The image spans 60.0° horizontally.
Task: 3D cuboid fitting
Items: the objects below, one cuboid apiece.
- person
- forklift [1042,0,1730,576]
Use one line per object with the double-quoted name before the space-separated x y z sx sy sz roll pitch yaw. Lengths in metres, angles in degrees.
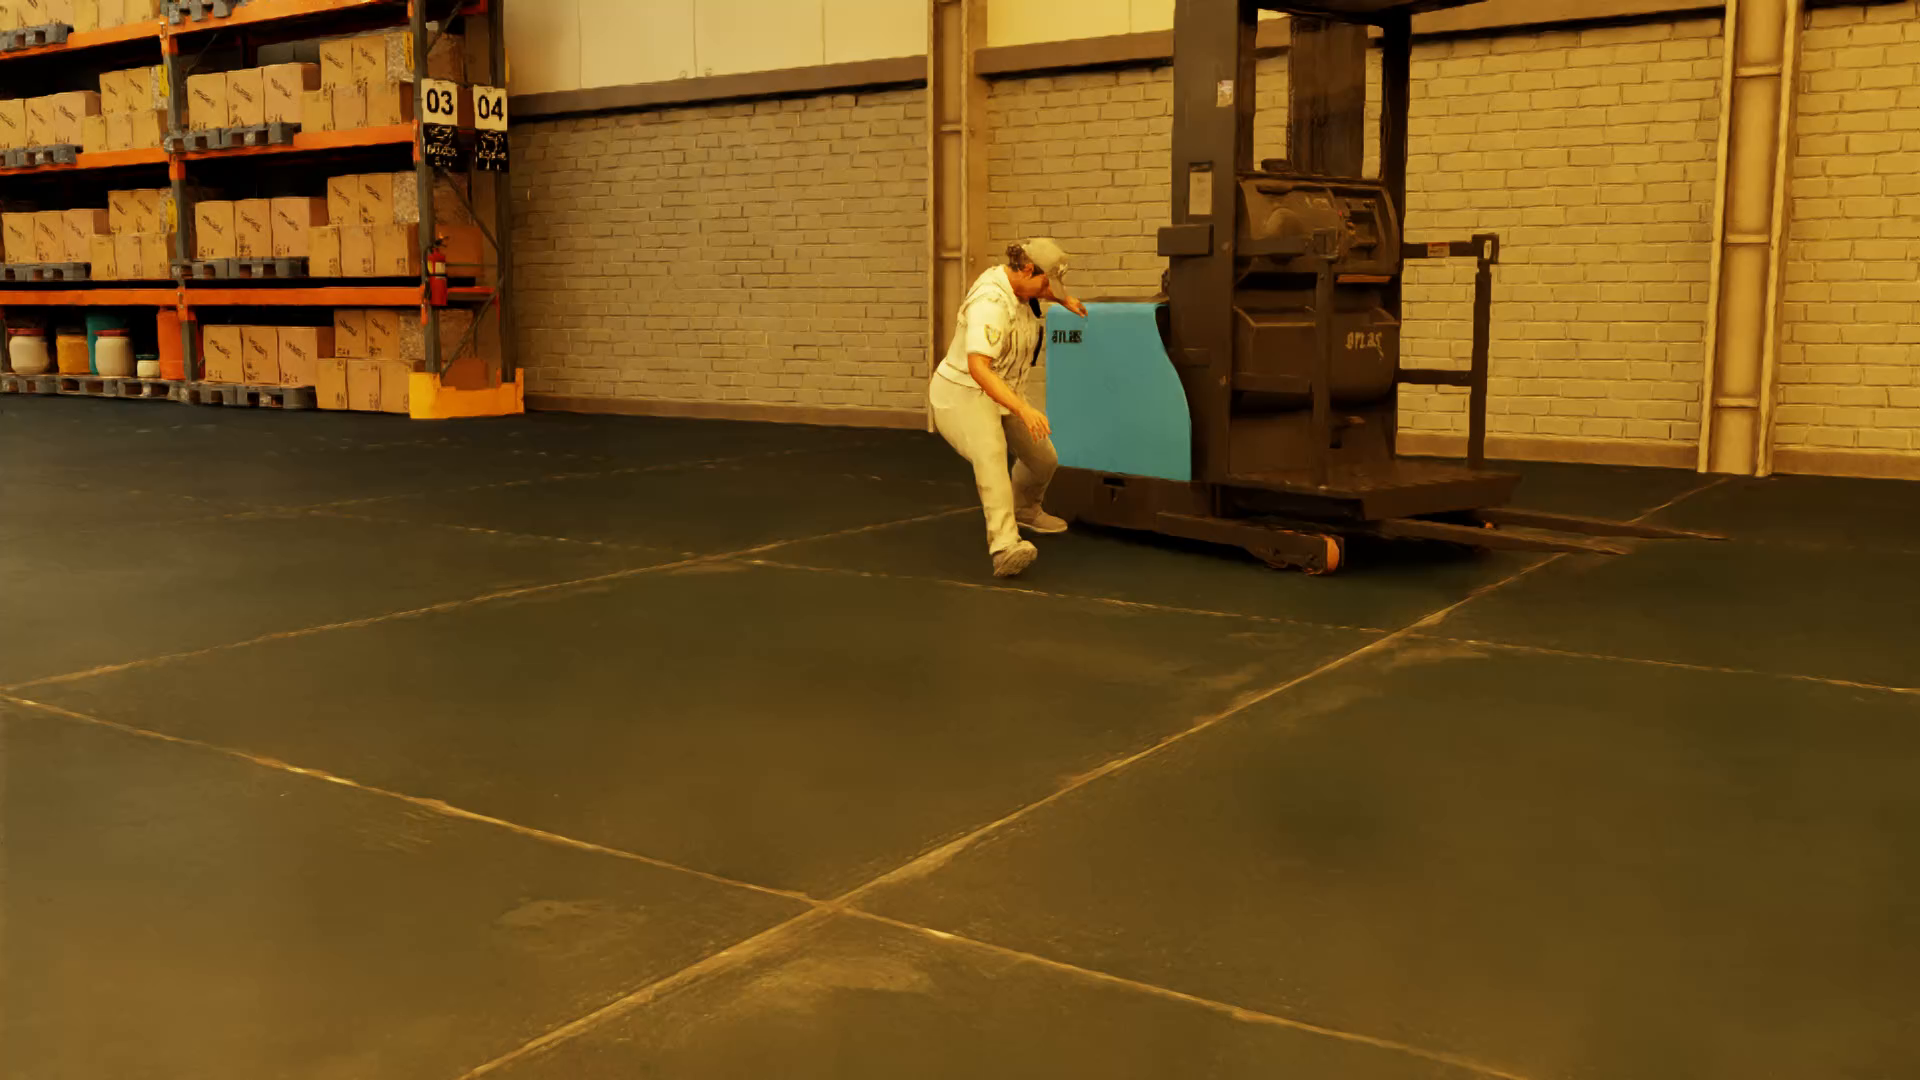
"person" 0.264 -0.581 7.006 0.741 1.352 1.270 5 9 30
"forklift" 1.667 -1.386 6.942 1.130 2.935 3.031 -6 10 -36
